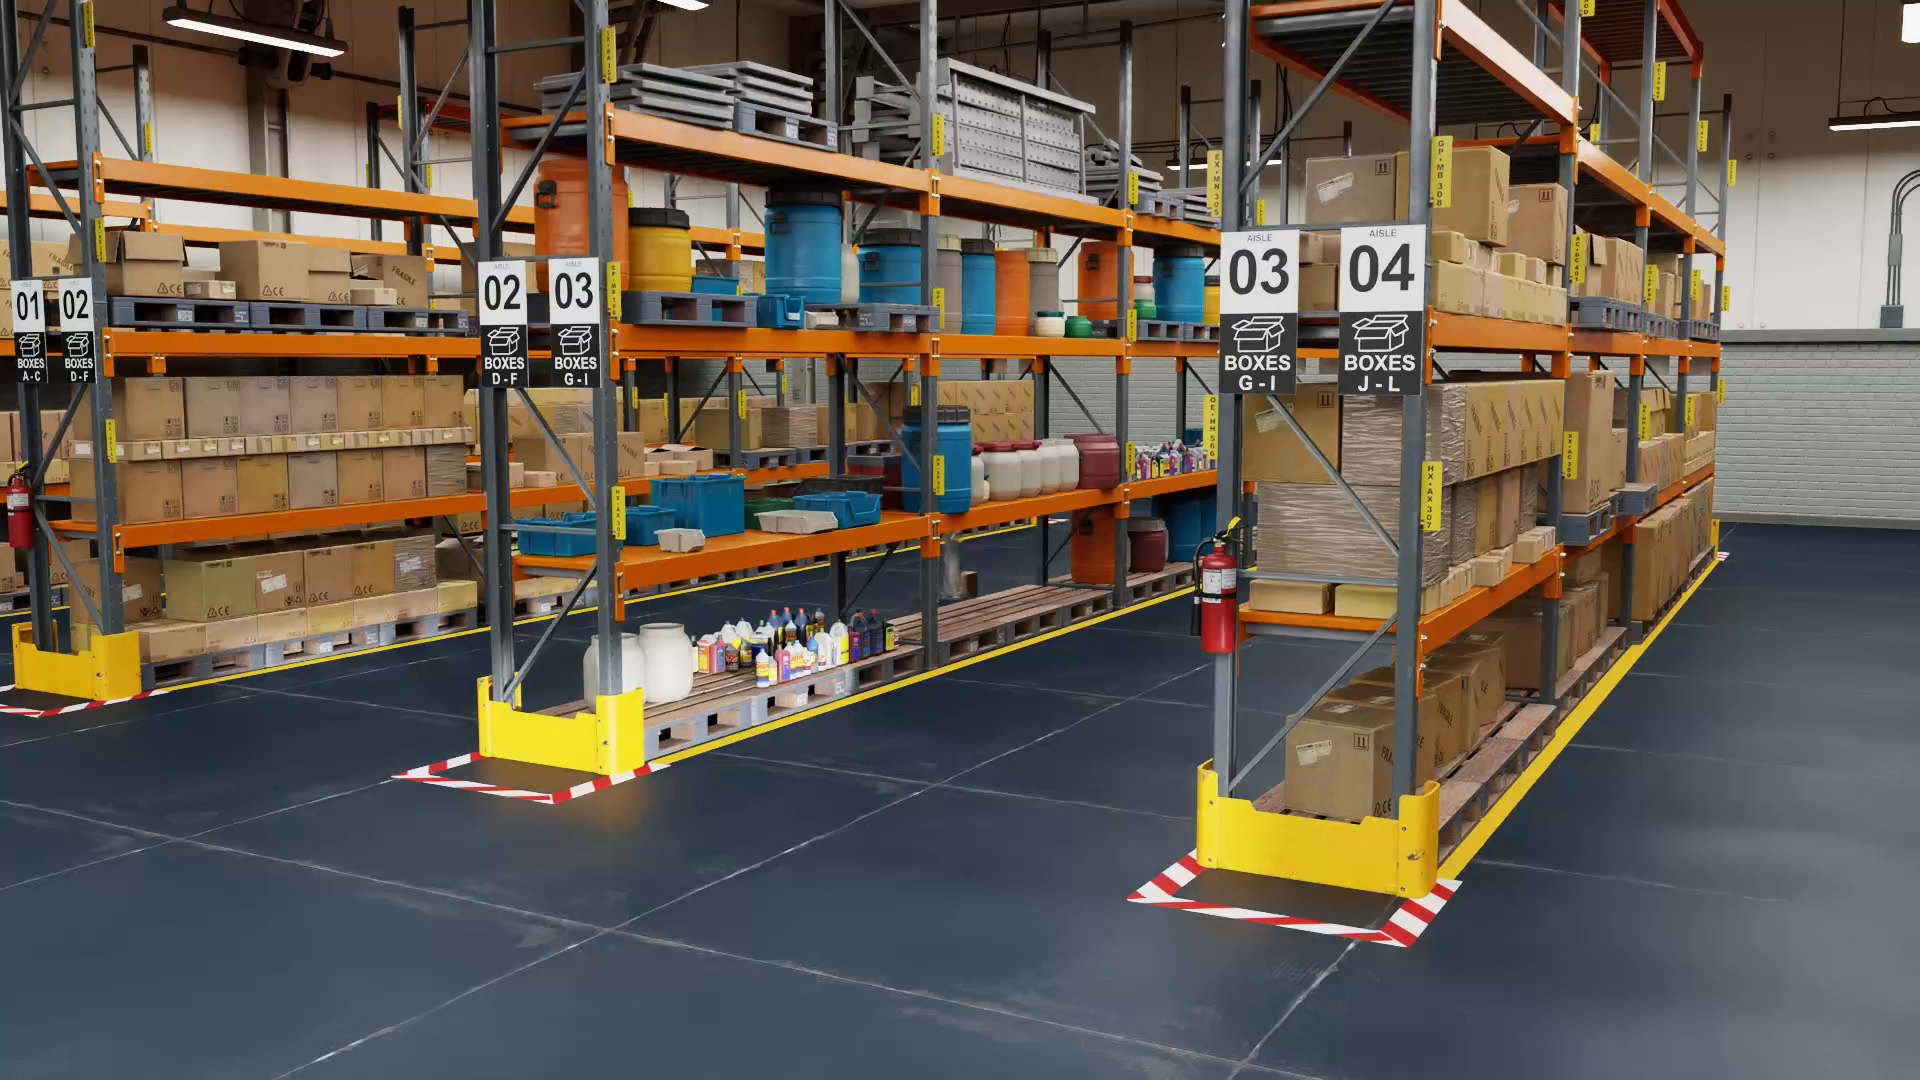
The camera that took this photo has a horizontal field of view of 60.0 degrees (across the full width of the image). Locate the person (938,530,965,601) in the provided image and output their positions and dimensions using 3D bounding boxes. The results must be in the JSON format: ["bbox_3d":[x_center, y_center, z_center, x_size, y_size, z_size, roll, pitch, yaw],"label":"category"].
[{"bbox_3d":[-0.189,-0.186,18.039,0.479,1.678,0.403,3,7,30],"label":"person"}]
